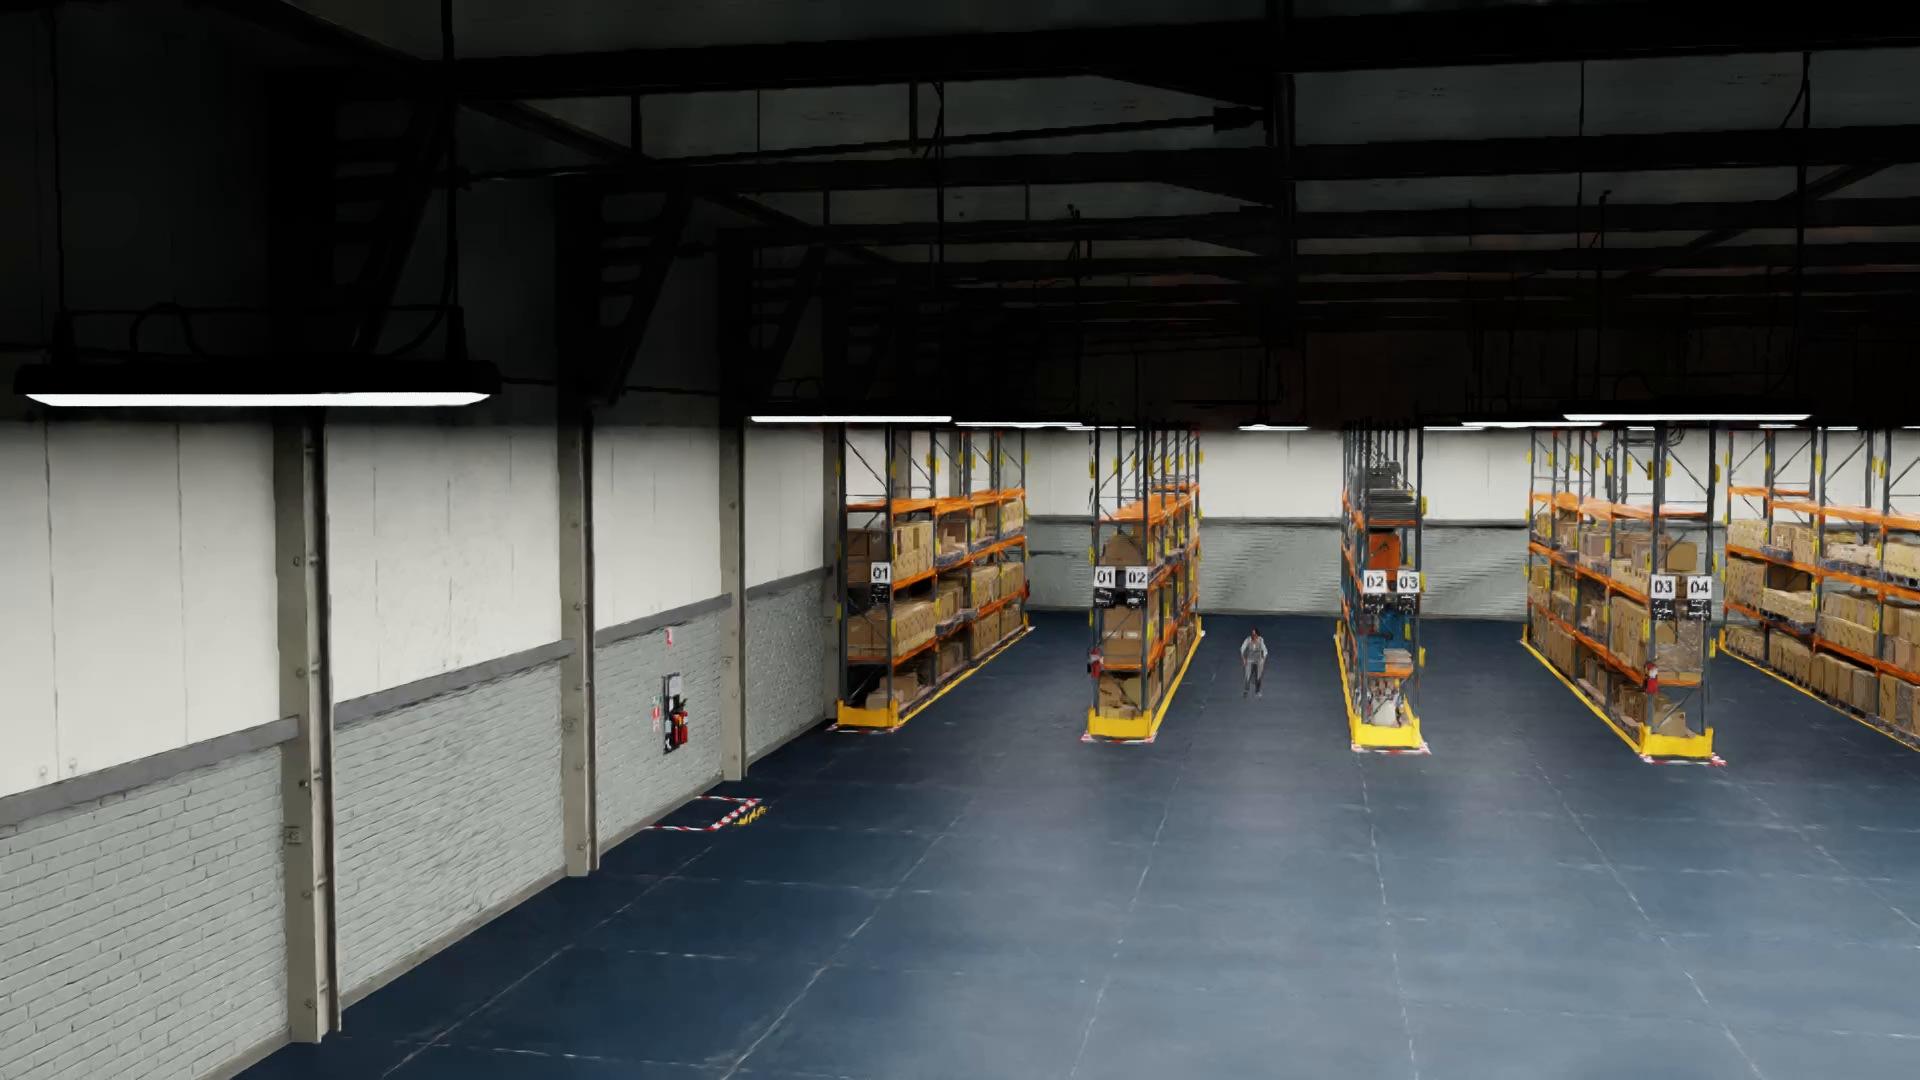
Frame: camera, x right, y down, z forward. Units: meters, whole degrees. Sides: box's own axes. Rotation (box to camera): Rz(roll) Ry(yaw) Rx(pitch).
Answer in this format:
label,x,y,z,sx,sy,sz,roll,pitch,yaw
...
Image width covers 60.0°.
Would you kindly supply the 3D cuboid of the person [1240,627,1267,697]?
label,x,y,z,sx,sy,sz,roll,pitch,yaw
person,6.331,2.632,35.861,0.566,1.541,0.519,1,4,8
